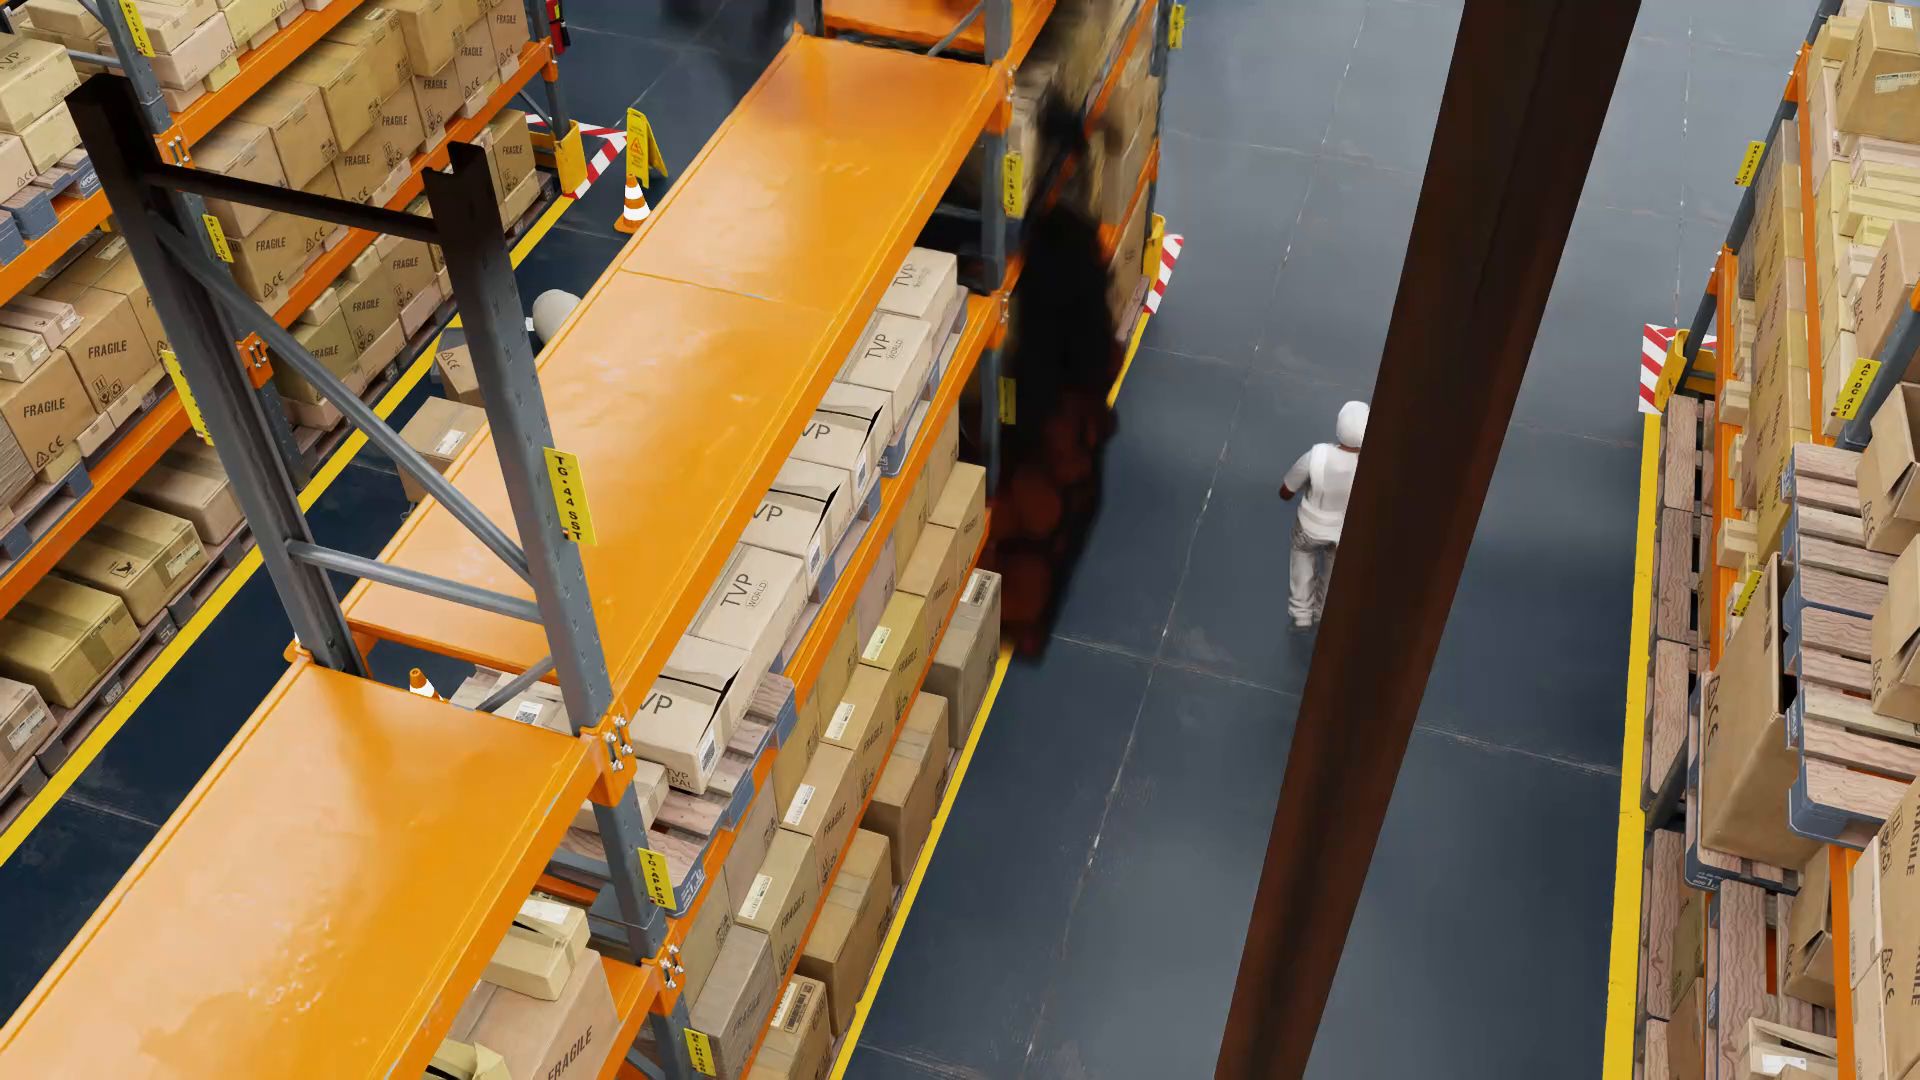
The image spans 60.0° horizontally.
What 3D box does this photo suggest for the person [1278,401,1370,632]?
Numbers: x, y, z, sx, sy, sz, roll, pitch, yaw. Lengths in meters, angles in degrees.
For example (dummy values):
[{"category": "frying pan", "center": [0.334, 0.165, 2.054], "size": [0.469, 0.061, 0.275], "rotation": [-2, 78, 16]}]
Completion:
[{"category": "person", "center": [2.168, -0.112, 9.624], "size": [0.720, 1.743, 0.578], "rotation": [5, 46, 5]}]
